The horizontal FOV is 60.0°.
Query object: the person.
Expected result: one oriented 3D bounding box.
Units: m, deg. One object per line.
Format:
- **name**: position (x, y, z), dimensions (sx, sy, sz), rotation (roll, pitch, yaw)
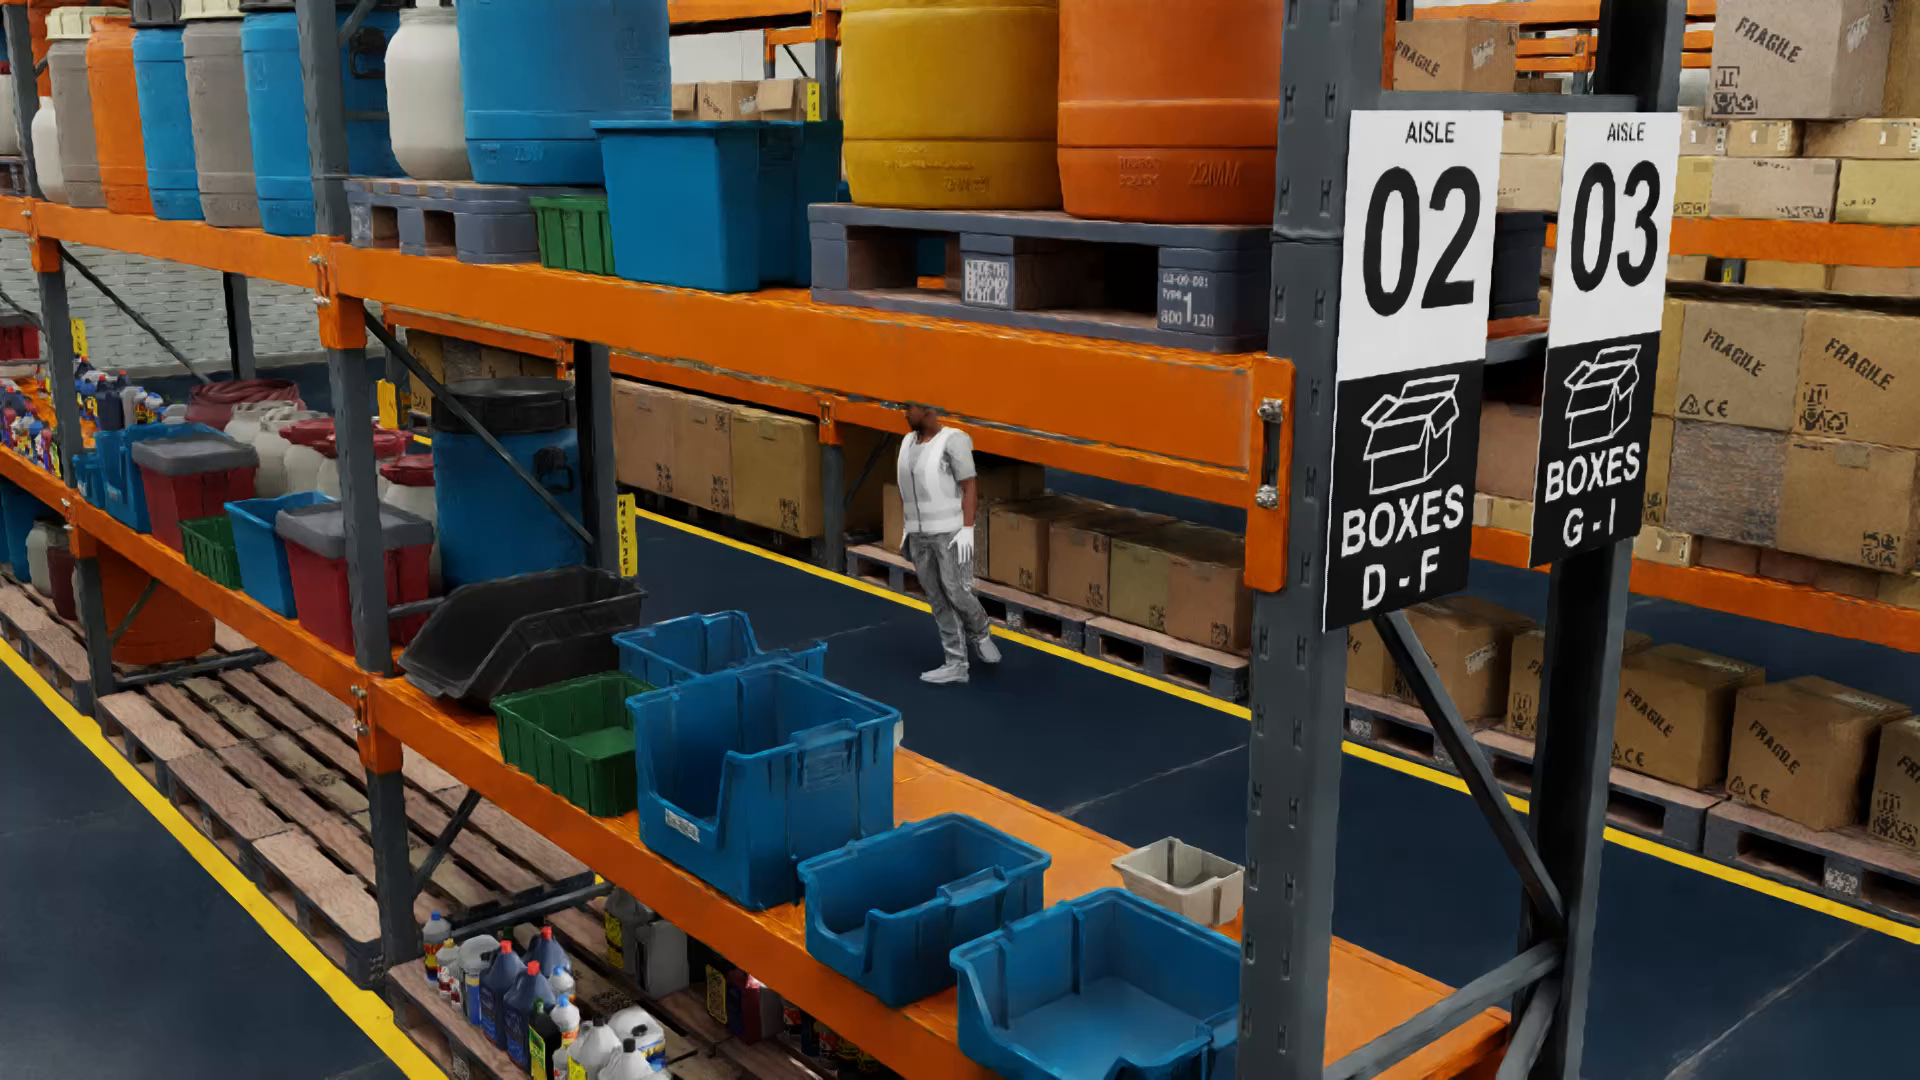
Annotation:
- **person**: position (-0.077, -0.056, 9.742), dimensions (0.625, 1.758, 0.570), rotation (11, 18, 37)
